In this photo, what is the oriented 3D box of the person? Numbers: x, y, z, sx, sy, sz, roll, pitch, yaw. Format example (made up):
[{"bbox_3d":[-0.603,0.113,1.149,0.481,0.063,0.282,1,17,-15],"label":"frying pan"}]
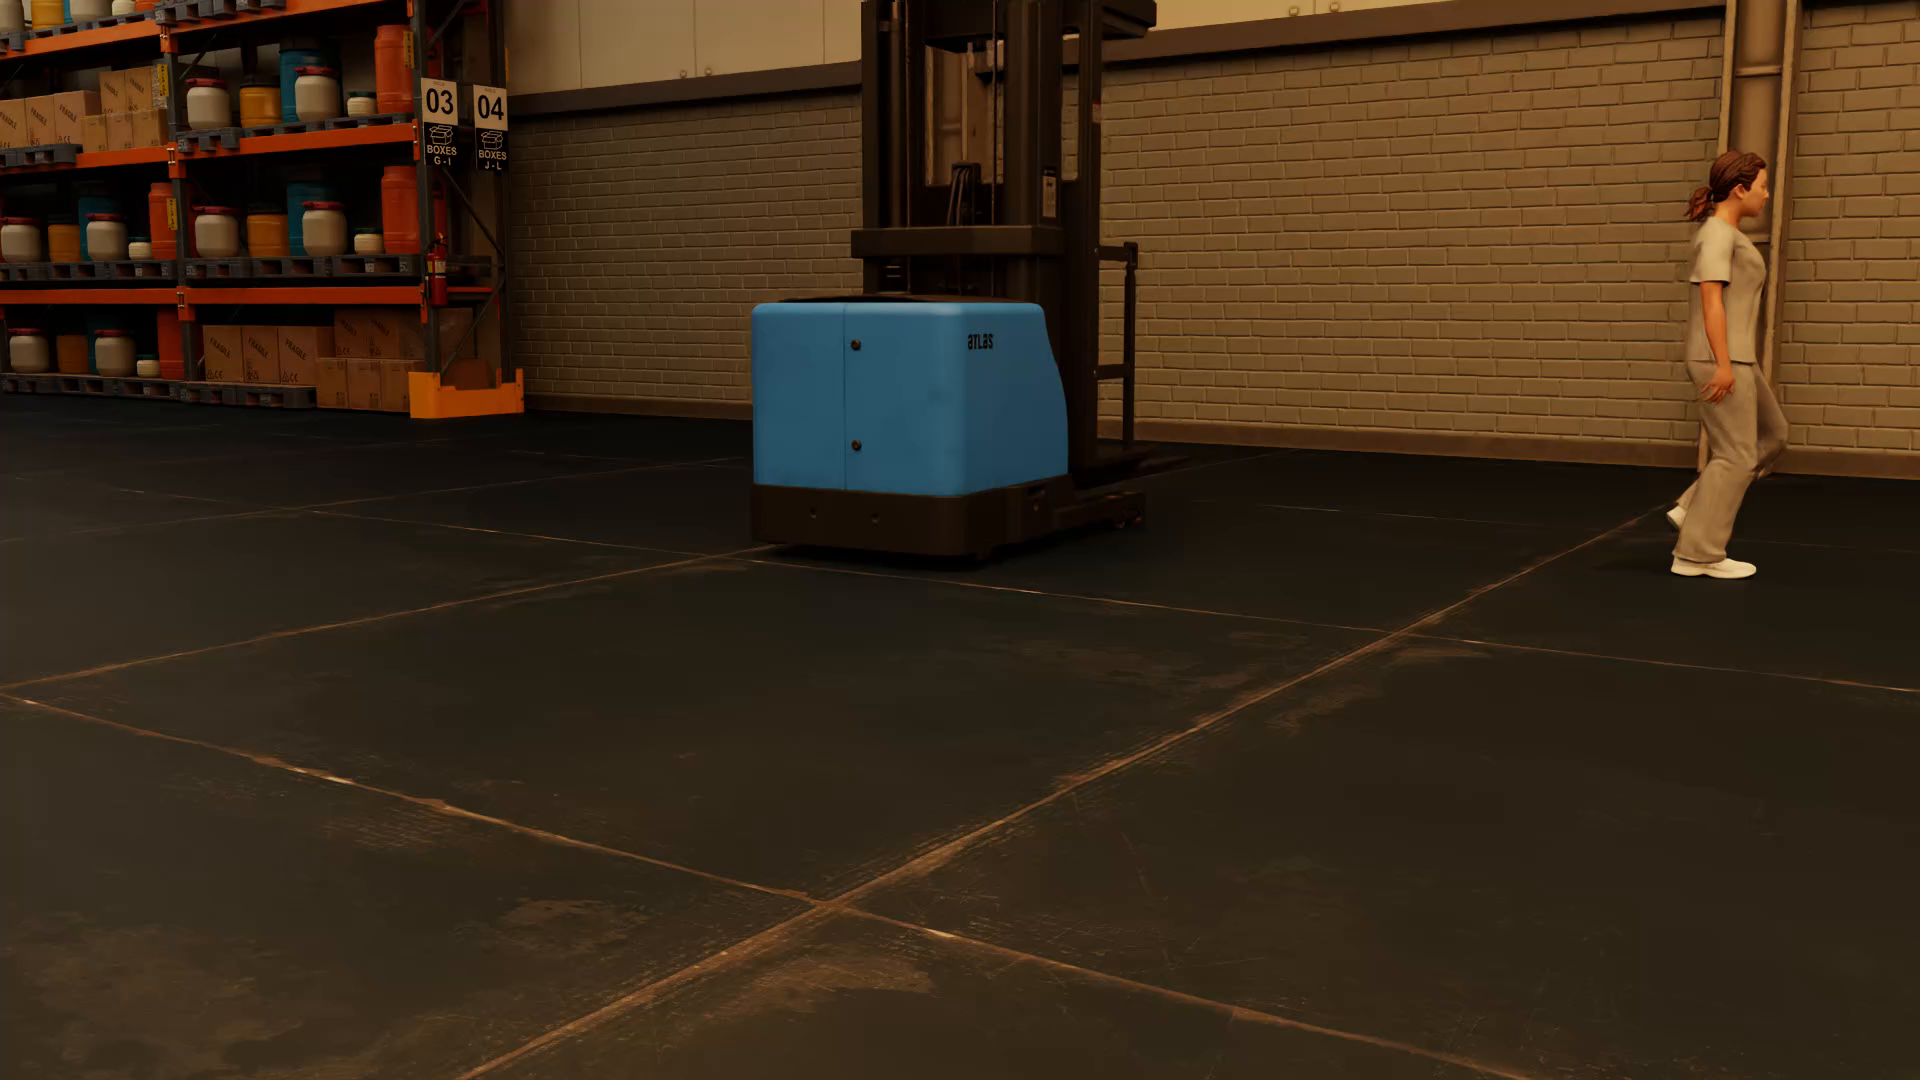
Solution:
[{"bbox_3d":[3.039,-0.680,6.520,0.464,1.655,0.578,2,8,17],"label":"person"}]

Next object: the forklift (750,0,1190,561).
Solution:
[{"bbox_3d":[0.259,-1.532,7.963,1.130,2.935,3.031,4,9,29],"label":"forklift"}]
